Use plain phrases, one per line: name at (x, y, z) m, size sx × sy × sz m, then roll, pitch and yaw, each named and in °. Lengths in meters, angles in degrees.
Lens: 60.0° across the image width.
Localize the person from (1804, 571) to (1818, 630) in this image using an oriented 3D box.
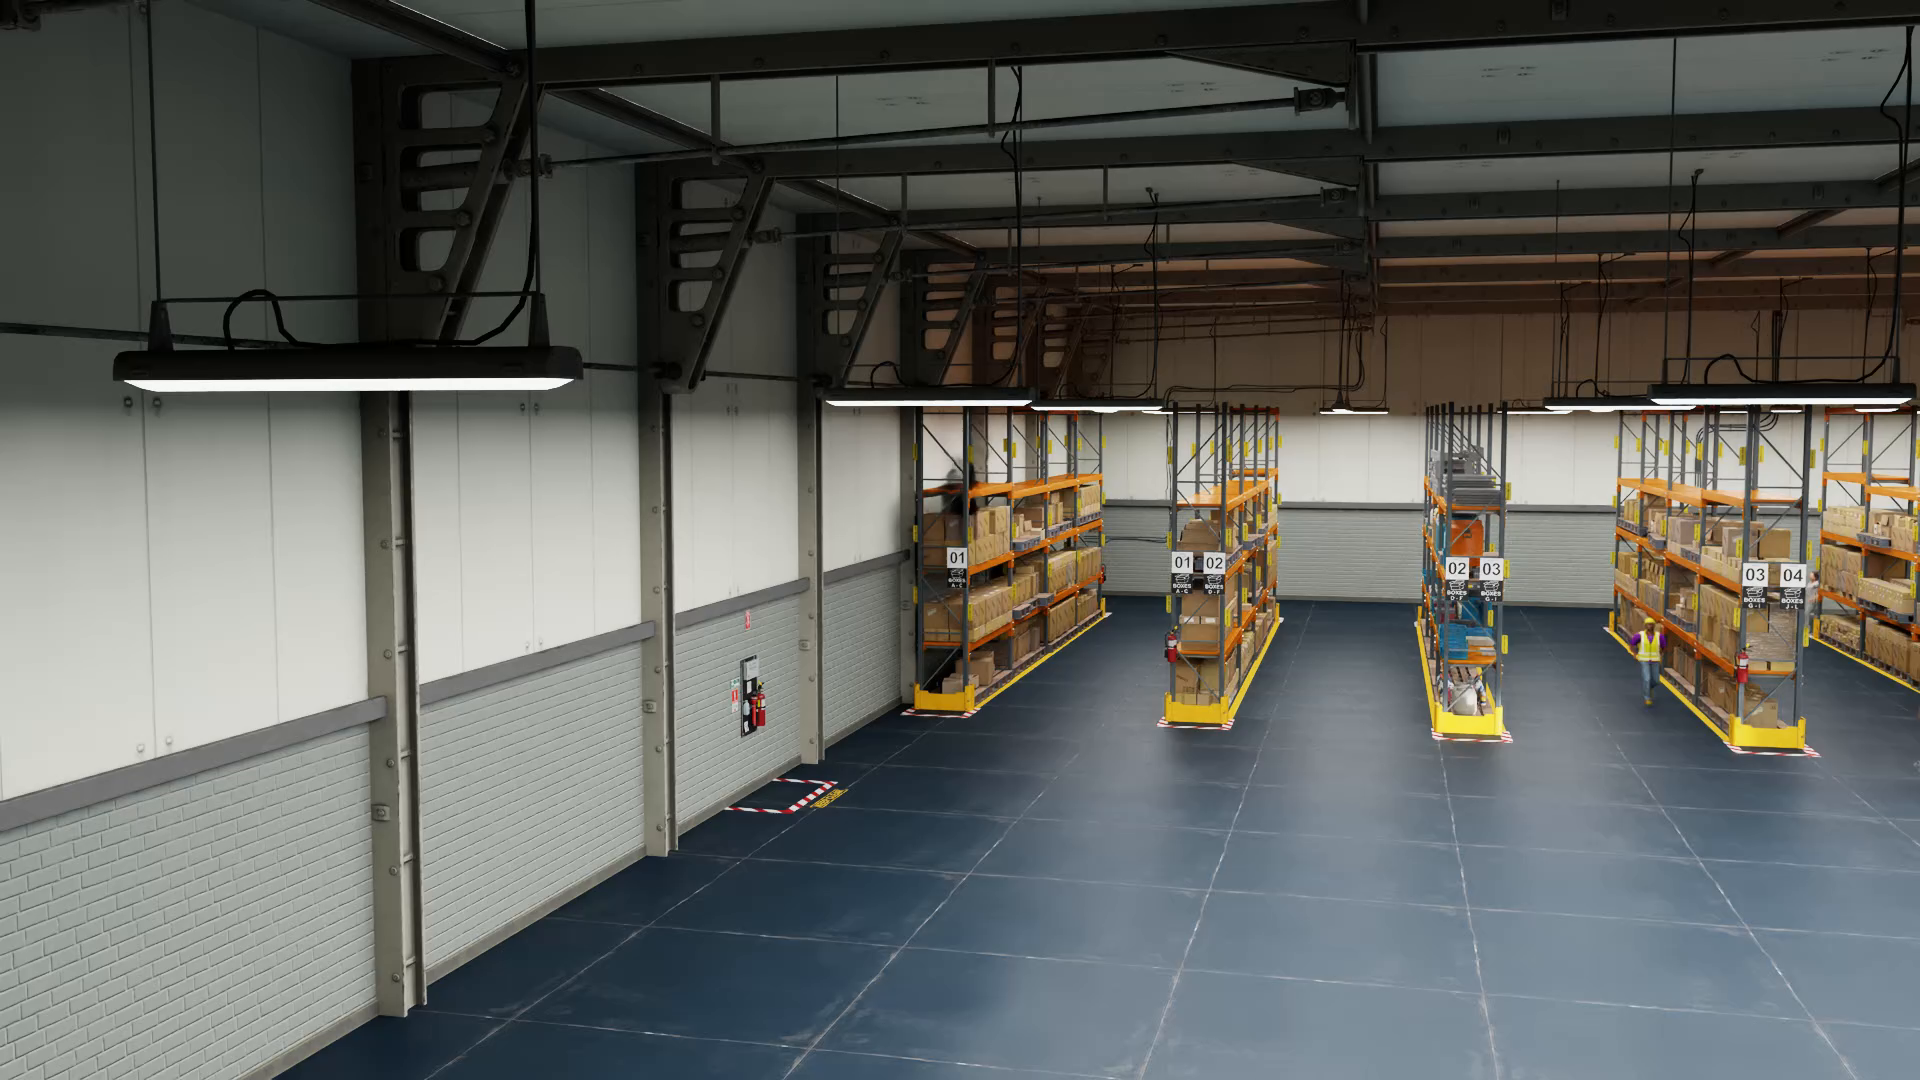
person at (22.698, 1.655, 44.192) m, size 0.699 × 1.659 × 0.597 m, roll 0°, pitch 4°, yaw -4°

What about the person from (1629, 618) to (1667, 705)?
person at (13.737, 2.409, 33.180) m, size 0.711 × 1.733 × 0.795 m, roll 1°, pitch 4°, yaw 11°

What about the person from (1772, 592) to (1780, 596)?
person at (21.370, 1.623, 43.908) m, size 0.749 × 1.797 × 0.666 m, roll -3°, pitch 5°, yaw -35°
